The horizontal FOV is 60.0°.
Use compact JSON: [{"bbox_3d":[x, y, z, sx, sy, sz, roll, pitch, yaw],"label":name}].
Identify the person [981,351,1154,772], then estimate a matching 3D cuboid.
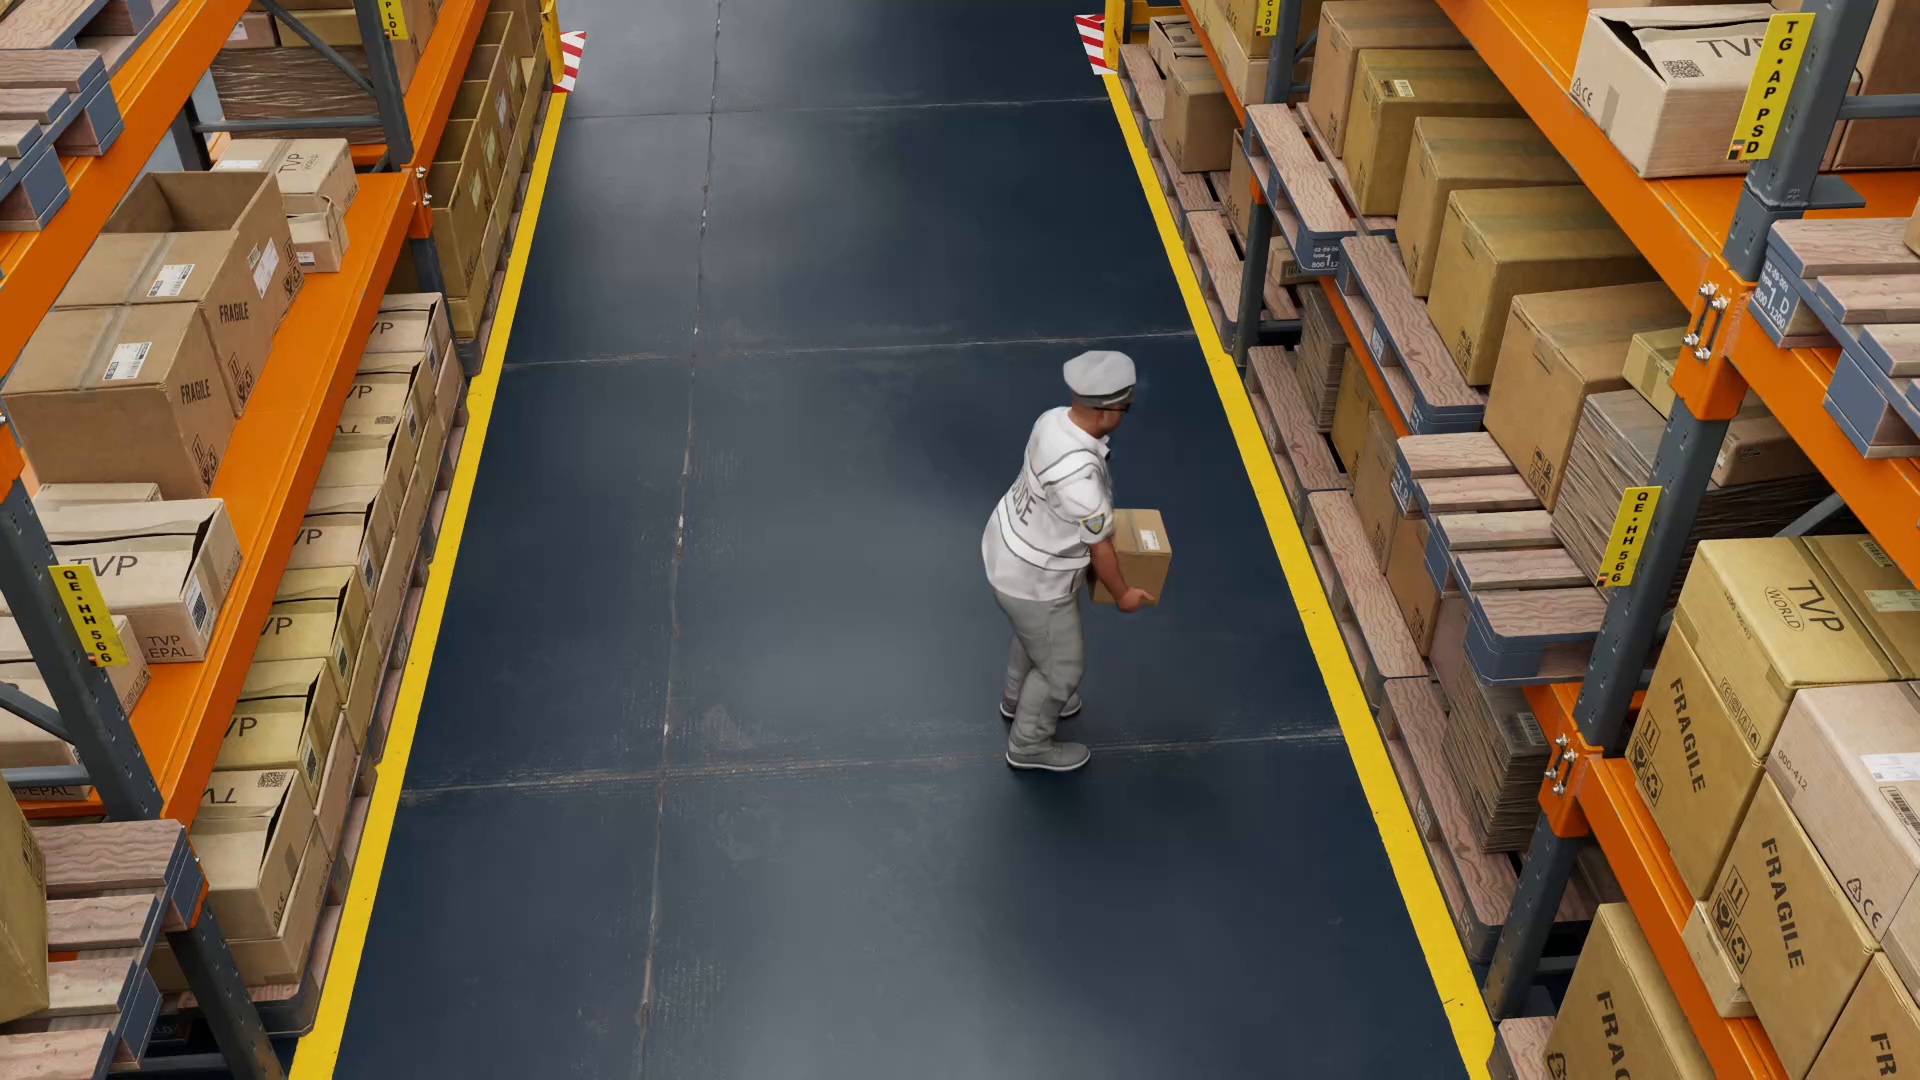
[{"bbox_3d":[0.385,0.094,6.065,0.607,1.720,0.483,-4,39,-5],"label":"person"}]
